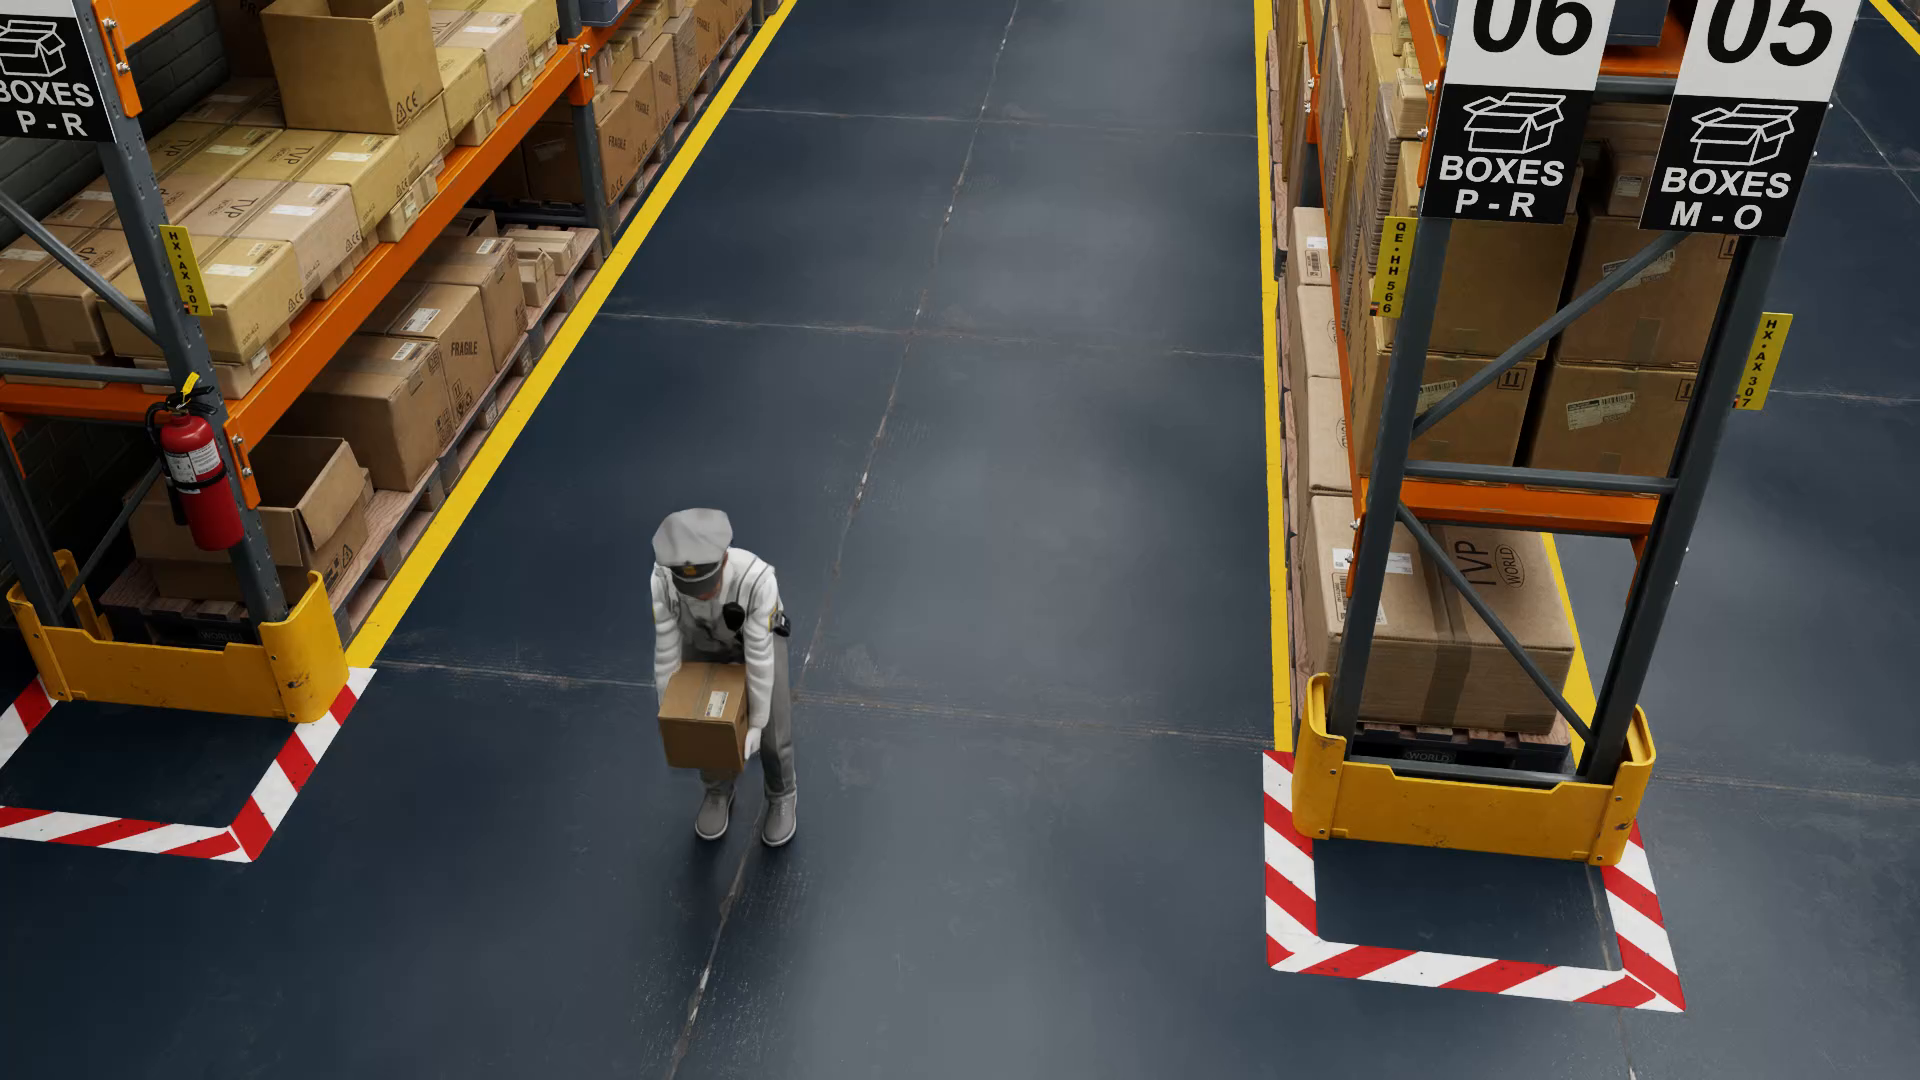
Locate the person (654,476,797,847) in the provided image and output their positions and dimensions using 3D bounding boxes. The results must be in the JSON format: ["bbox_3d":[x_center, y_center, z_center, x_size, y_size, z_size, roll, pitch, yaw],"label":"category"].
[{"bbox_3d":[-0.780,0.429,5.617,0.413,1.611,0.576,4,37,5],"label":"person"}]
